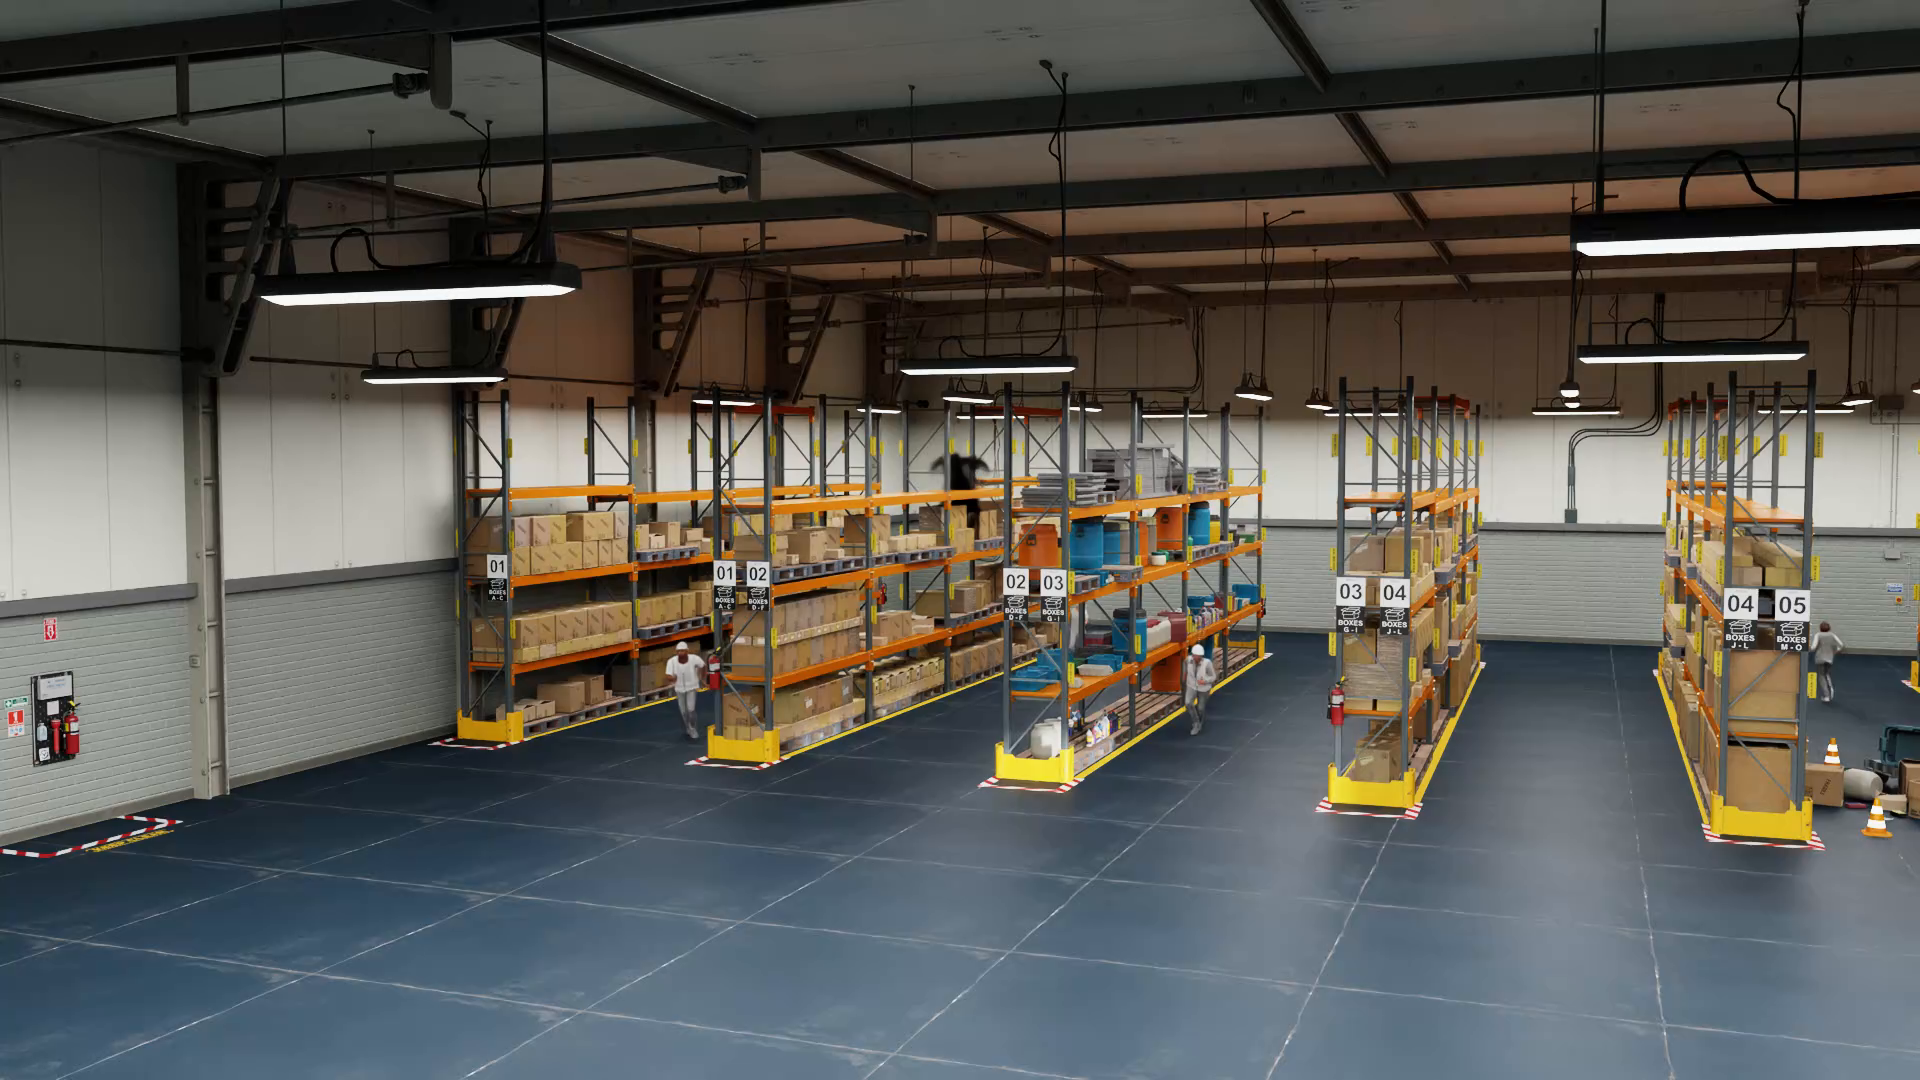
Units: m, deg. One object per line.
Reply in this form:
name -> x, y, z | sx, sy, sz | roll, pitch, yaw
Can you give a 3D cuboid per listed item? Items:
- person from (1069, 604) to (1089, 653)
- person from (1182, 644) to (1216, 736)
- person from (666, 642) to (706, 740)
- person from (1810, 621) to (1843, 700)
person -> 2.628, 2.109, 37.388 | 0.532, 1.688, 0.703 | 1, 3, 11
person -> 4.189, 2.579, 29.114 | 0.669, 1.593, 1.099 | 1, 3, 17
person -> -4.703, 2.571, 28.579 | 0.647, 1.685, 0.919 | 0, 3, 5
person -> 17.160, 2.387, 33.007 | 0.547, 1.564, 0.604 | 0, 3, 7
